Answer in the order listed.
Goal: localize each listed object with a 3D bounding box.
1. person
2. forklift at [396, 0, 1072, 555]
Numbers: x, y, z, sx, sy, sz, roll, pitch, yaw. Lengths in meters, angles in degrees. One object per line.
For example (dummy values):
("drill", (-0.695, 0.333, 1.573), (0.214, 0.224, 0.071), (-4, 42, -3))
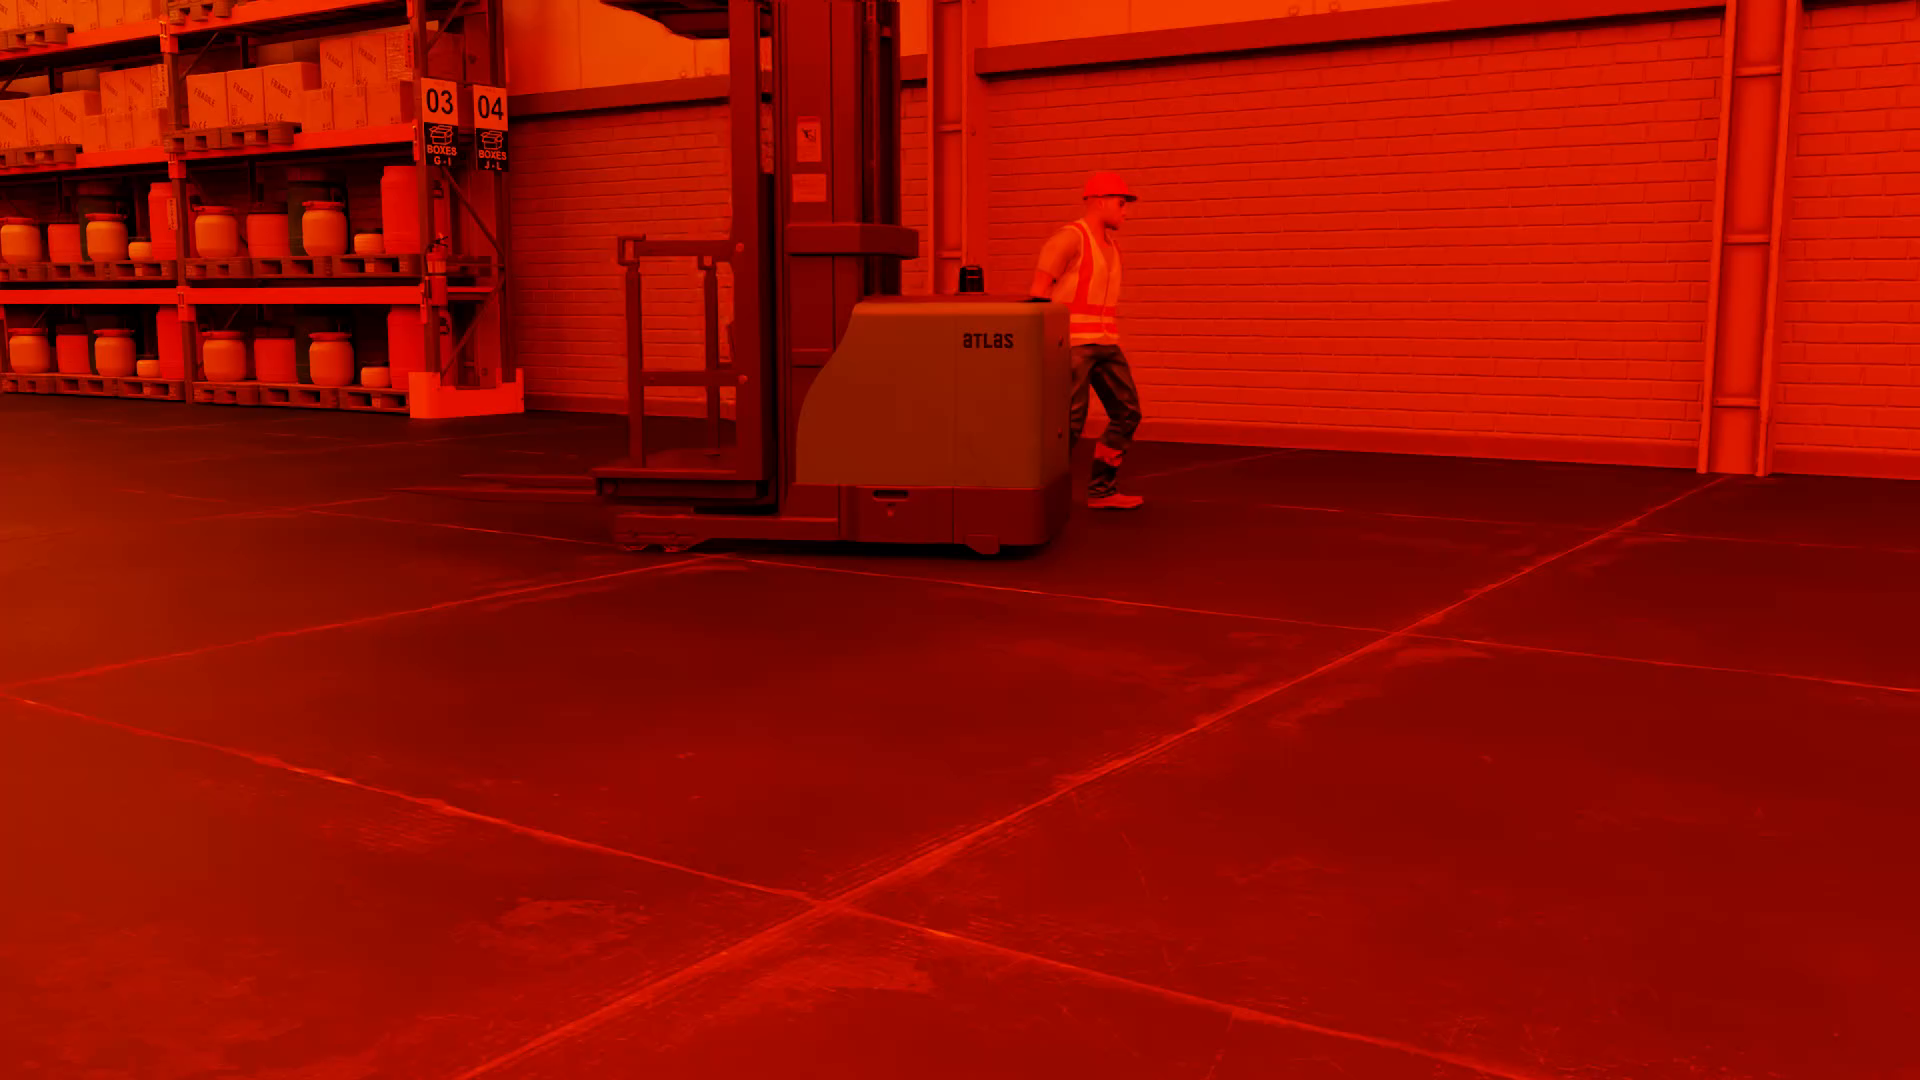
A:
("person", (0.593, -0.971, 8.433), (0.472, 1.752, 0.866), (7, 11, 42))
("forklift", (-1.045, -1.467, 7.507), (3.031, 2.935, 1.130), (2, 8, 11))
